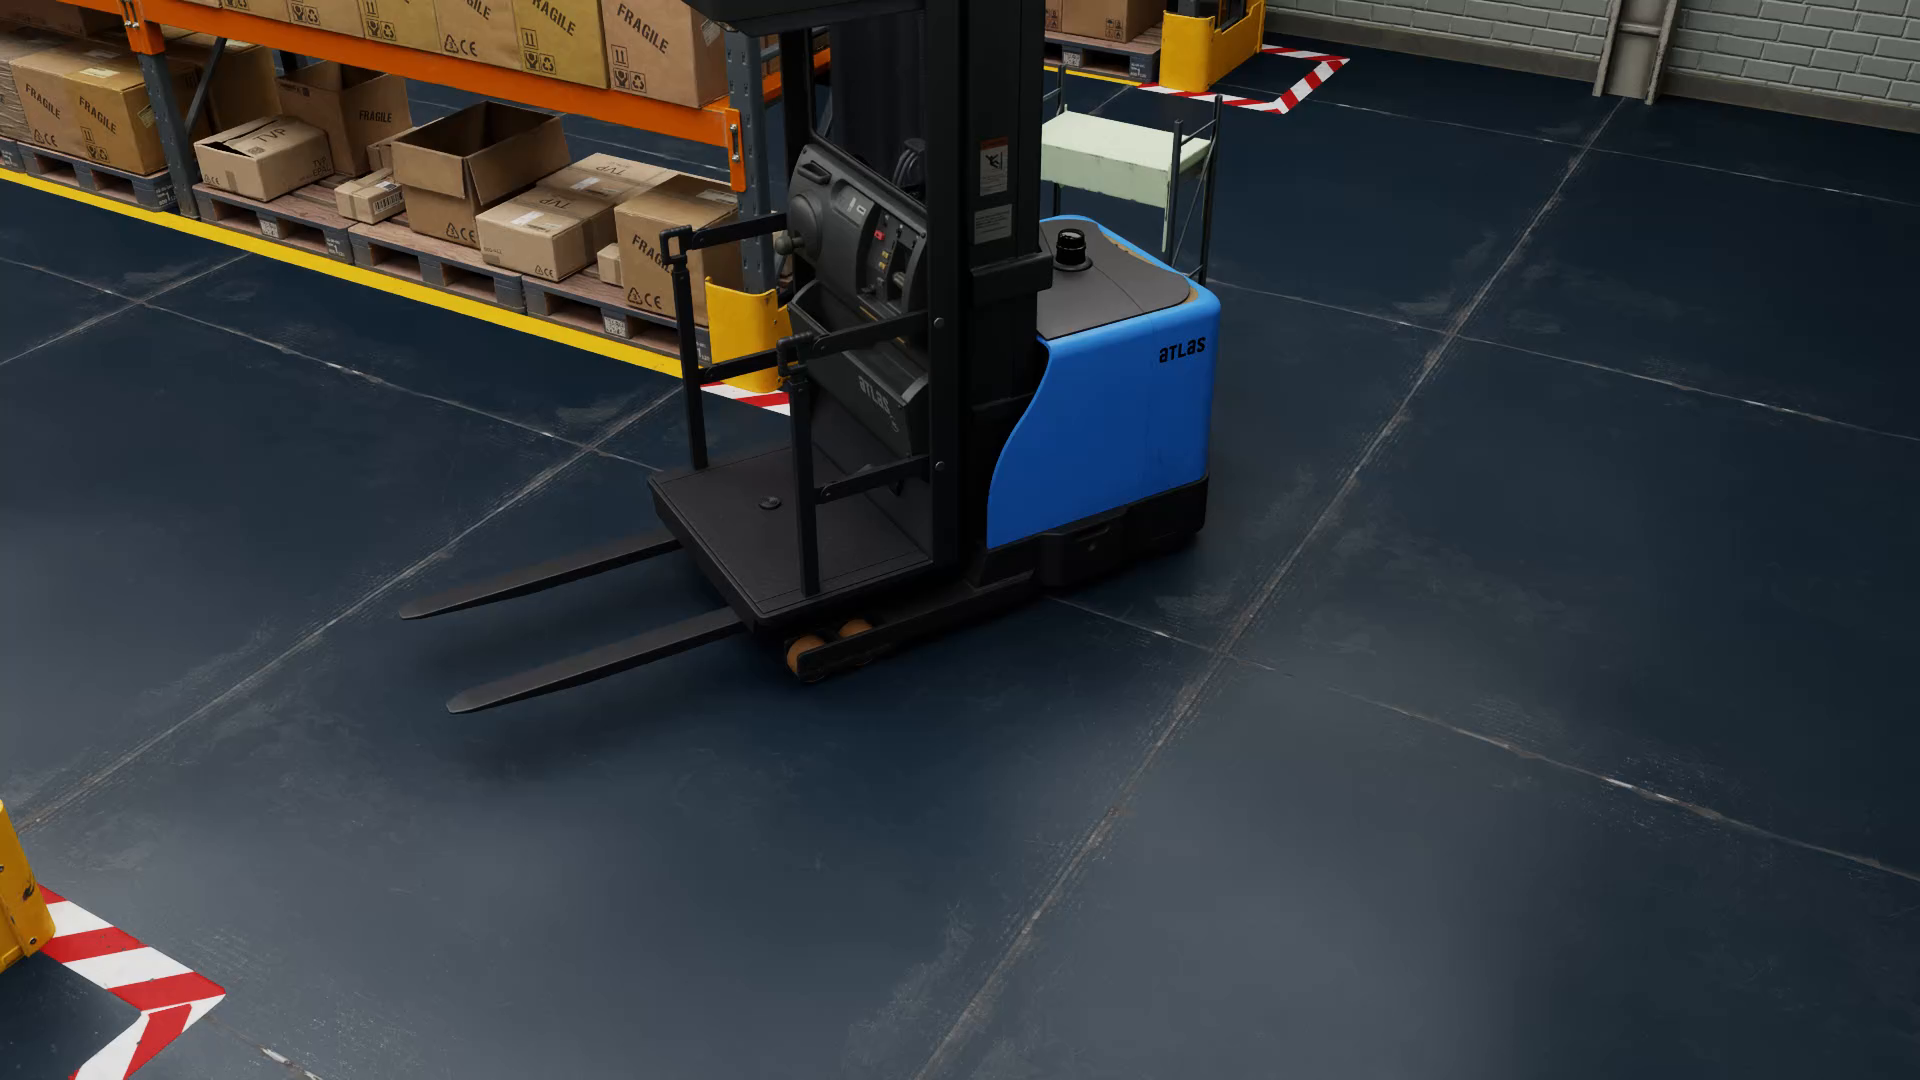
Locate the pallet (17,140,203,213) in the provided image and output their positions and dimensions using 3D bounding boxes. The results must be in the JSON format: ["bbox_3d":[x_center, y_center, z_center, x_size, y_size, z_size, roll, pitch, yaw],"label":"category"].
[{"bbox_3d":[-4.889,-2.372,10.122,1.213,0.211,1.003,18,37,24],"label":"pallet"}]

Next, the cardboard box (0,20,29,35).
[{"bbox_3d":[-6.038,-2.885,10.234,0.500,0.500,0.500,16,37,23],"label":"cardboard box"}]

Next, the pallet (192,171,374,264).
[{"bbox_3d":[-3.569,-1.977,9.529,1.213,0.211,1.003,18,37,24],"label":"pallet"}]

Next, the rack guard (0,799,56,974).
[{"bbox_3d":[-3.125,1.196,4.502,0.348,0.500,1.175,18,37,24],"label":"rack guard"}]

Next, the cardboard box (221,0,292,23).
[{"bbox_3d":[-3.411,-2.958,8.396,0.500,0.500,0.500,18,38,25],"label":"cardboard box"}]

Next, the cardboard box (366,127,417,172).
[{"bbox_3d":[-3.174,-2.229,9.567,0.250,0.149,0.380,18,37,24],"label":"cardboard box"}]

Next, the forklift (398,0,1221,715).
[{"bbox_3d":[-0.543,-1.044,5.674,3.031,2.935,1.130,-18,38,-25],"label":"forklift"}]

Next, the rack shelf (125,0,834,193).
[{"bbox_3d":[-2.428,-2.478,8.414,4.000,0.370,1.077,18,37,24],"label":"rack shelf"}]

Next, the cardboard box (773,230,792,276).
[{"bbox_3d":[-0.885,-1.504,8.478,0.250,0.149,0.380,18,37,24],"label":"cardboard box"}]

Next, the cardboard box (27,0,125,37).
[{"bbox_3d":[-5.332,-3.307,10.192,0.500,0.250,0.500,18,38,24],"label":"cardboard box"}]

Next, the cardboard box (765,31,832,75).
[{"bbox_3d":[-0.946,-2.518,7.734,0.500,0.500,0.500,18,38,25],"label":"cardboard box"}]

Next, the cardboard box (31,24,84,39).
[{"bbox_3d":[-5.362,-3.003,10.411,0.500,0.500,0.500,18,38,25],"label":"cardboard box"}]

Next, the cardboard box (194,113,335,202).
[{"bbox_3d":[-3.907,-2.172,9.334,0.500,0.311,0.500,18,37,24],"label":"cardboard box"}]

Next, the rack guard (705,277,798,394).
[{"bbox_3d":[-0.757,-1.208,8.112,0.348,0.500,1.175,18,37,24],"label":"rack guard"}]

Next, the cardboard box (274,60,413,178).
[{"bbox_3d":[-3.529,-2.450,9.581,0.500,0.500,0.500,18,37,24],"label":"cardboard box"}]

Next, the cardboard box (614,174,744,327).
[{"bbox_3d":[-1.286,-1.401,8.006,0.500,0.500,0.500,18,37,24],"label":"cardboard box"}]

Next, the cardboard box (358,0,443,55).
[{"bbox_3d":[-2.535,-2.680,7.979,0.500,0.500,0.500,17,37,24],"label":"cardboard box"}]

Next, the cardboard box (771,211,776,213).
[{"bbox_3d":[-1.102,-1.580,8.576,0.250,0.166,0.380,18,37,24],"label":"cardboard box"}]

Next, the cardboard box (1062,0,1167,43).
[{"bbox_3d":[1.106,-3.891,11.763,0.500,0.500,0.700,18,37,24],"label":"cardboard box"}]

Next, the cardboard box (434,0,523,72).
[{"bbox_3d":[-2.098,-2.542,7.770,0.500,0.500,0.500,18,38,25],"label":"cardboard box"}]

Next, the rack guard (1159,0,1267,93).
[{"bbox_3d":[1.784,-3.565,11.652,0.348,0.500,1.175,18,37,24],"label":"rack guard"}]

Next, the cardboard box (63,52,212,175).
[{"bbox_3d":[-4.735,-2.468,9.608,0.500,0.500,0.500,17,37,24],"label":"cardboard box"}]

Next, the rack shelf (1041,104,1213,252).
[{"bbox_3d":[0.643,-1.528,6.984,0.720,0.370,0.431,20,38,27],"label":"rack shelf"}]

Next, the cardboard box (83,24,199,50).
[{"bbox_3d":[-4.932,-2.862,10.199,0.500,0.500,0.500,18,38,25],"label":"cardboard box"}]

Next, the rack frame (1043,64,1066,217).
[{"bbox_3d":[0.333,-1.311,7.363,0.023,1.500,0.400,20,38,27],"label":"rack frame"}]

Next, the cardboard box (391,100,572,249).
[{"bbox_3d":[-2.531,-1.957,8.838,0.637,0.503,0.797,18,37,24],"label":"cardboard box"}]

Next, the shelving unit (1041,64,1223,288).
[{"bbox_3d":[0.642,-1.202,7.198,0.755,1.500,0.431,20,38,27],"label":"shelving unit"}]

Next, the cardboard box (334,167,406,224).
[{"bbox_3d":[-3.151,-1.878,9.024,0.250,0.166,0.380,18,37,24],"label":"cardboard box"}]

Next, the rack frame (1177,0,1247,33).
[{"bbox_3d":[1.763,-4.612,10.970,0.127,3.000,1.000,18,37,24],"label":"rack frame"}]

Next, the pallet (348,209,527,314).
[{"bbox_3d":[-2.505,-1.642,9.026,1.213,0.211,1.003,18,37,24],"label":"pallet"}]

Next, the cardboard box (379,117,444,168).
[{"bbox_3d":[-2.878,-2.165,9.323,0.500,0.311,0.500,18,37,24],"label":"cardboard box"}]

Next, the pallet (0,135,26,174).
[{"bbox_3d":[-5.953,-2.707,10.625,1.213,0.211,1.003,18,37,24],"label":"pallet"}]

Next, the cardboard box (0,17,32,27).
[{"bbox_3d":[-5.801,-3.142,10.620,0.500,0.500,0.500,16,37,23],"label":"cardboard box"}]

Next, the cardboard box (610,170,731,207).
[{"bbox_3d":[-1.457,-1.689,8.664,0.500,0.250,0.500,18,37,24],"label":"cardboard box"}]

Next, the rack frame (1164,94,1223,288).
[{"bbox_3d":[0.950,-1.093,7.034,0.023,1.500,0.400,20,38,27],"label":"rack frame"}]

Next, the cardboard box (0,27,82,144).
[{"bbox_3d":[-5.595,-2.746,10.025,0.500,0.500,0.500,18,38,25],"label":"cardboard box"}]

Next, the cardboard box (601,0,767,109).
[{"bbox_3d":[-1.215,-2.261,7.349,0.500,0.500,0.500,19,38,26],"label":"cardboard box"}]

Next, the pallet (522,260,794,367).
[{"bbox_3d":[-1.450,-1.306,8.521,1.213,0.211,1.003,18,37,24],"label":"pallet"}]

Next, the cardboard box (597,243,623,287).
[{"bbox_3d":[-1.593,-1.417,8.330,0.250,0.166,0.380,18,37,24],"label":"cardboard box"}]

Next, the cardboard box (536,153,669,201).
[{"bbox_3d":[-1.891,-1.827,8.871,0.500,0.250,0.500,18,37,24],"label":"cardboard box"}]

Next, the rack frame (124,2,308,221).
[{"bbox_3d":[-4.164,-3.327,9.040,0.127,3.000,1.000,18,37,24],"label":"rack frame"}]

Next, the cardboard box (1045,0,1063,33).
[{"bbox_3d":[0.671,-4.028,11.969,0.500,0.500,0.700,17,37,24],"label":"cardboard box"}]

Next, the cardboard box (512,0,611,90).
[{"bbox_3d":[-1.668,-2.402,7.560,0.500,0.500,0.500,18,38,25],"label":"cardboard box"}]

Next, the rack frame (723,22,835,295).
[{"bbox_3d":[-0.691,-2.227,7.388,0.127,3.000,1.000,18,37,24],"label":"rack frame"}]

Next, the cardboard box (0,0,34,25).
[{"bbox_3d":[-5.767,-3.445,10.399,0.500,0.250,0.500,17,37,24],"label":"cardboard box"}]

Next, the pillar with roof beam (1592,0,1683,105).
[{"bbox_3d":[2.401,-4.711,5.706,0.400,9.000,9.100,18,37,24],"label":"pillar with roof beam"}]

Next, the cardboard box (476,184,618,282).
[{"bbox_3d":[-2.096,-1.572,8.489,0.500,0.250,0.500,18,37,24],"label":"cardboard box"}]

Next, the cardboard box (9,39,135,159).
[{"bbox_3d":[-5.160,-2.608,9.818,0.500,0.500,0.500,18,38,25],"label":"cardboard box"}]

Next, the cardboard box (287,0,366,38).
[{"bbox_3d":[-2.978,-2.820,8.188,0.500,0.500,0.500,17,37,24],"label":"cardboard box"}]

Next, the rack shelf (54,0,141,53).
[{"bbox_3d":[-5.901,-3.578,10.066,4.000,0.370,1.077,18,37,24],"label":"rack shelf"}]

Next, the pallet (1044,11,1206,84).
[{"bbox_3d":[1.030,-3.634,12.016,1.213,0.211,1.003,18,37,24],"label":"pallet"}]

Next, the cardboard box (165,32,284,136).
[{"bbox_3d":[-4.463,-2.720,9.987,0.500,0.500,0.500,16,37,22],"label":"cardboard box"}]

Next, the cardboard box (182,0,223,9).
[{"bbox_3d":[-3.857,-3.098,8.605,0.500,0.500,0.500,19,38,26],"label":"cardboard box"}]
